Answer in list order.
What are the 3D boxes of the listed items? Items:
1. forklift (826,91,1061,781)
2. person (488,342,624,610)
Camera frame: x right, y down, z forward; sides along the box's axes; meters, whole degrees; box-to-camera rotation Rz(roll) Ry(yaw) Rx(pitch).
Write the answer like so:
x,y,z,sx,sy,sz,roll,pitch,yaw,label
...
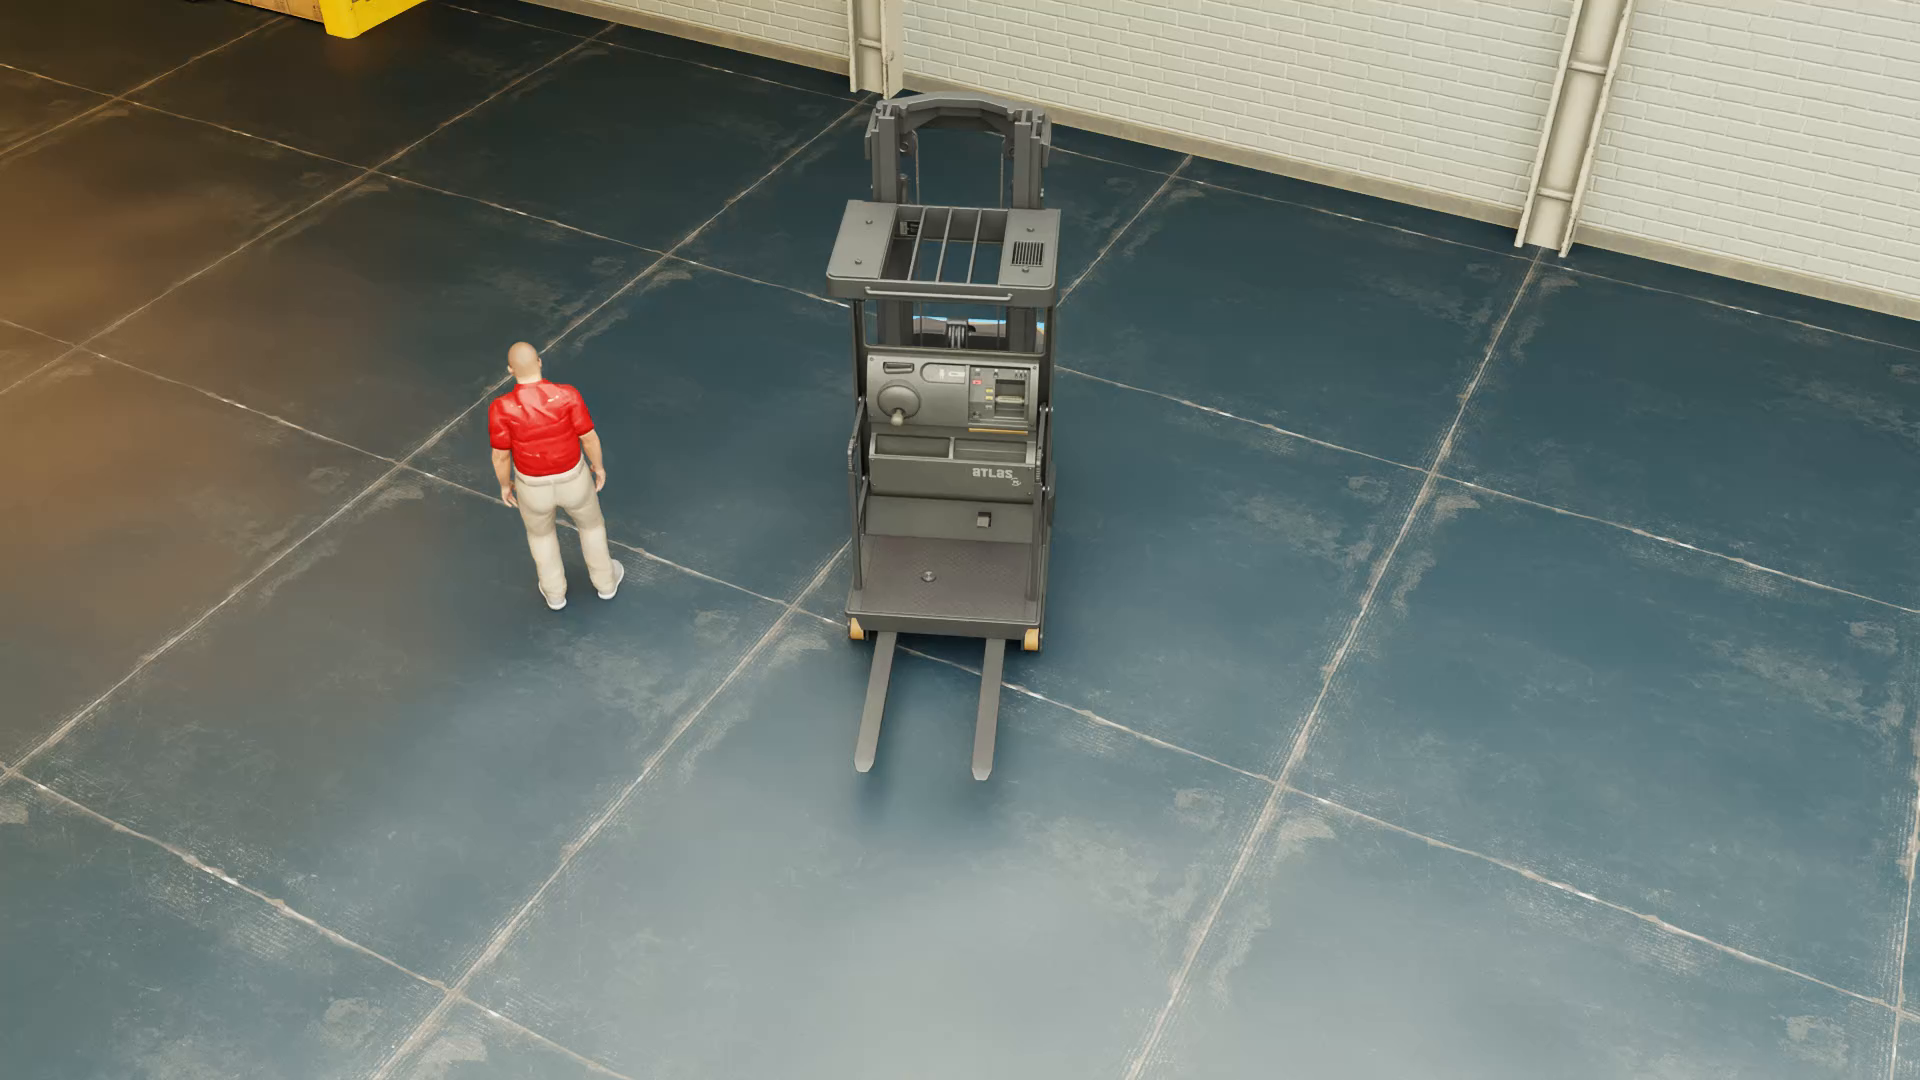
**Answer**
x,y,z,sx,sy,sz,roll,pitch,yaw,label
-0.058,-0.718,8.839,1.130,2.935,3.031,3,40,4,forklift
-2.284,-0.345,9.331,0.599,1.725,0.393,-11,41,-12,person
